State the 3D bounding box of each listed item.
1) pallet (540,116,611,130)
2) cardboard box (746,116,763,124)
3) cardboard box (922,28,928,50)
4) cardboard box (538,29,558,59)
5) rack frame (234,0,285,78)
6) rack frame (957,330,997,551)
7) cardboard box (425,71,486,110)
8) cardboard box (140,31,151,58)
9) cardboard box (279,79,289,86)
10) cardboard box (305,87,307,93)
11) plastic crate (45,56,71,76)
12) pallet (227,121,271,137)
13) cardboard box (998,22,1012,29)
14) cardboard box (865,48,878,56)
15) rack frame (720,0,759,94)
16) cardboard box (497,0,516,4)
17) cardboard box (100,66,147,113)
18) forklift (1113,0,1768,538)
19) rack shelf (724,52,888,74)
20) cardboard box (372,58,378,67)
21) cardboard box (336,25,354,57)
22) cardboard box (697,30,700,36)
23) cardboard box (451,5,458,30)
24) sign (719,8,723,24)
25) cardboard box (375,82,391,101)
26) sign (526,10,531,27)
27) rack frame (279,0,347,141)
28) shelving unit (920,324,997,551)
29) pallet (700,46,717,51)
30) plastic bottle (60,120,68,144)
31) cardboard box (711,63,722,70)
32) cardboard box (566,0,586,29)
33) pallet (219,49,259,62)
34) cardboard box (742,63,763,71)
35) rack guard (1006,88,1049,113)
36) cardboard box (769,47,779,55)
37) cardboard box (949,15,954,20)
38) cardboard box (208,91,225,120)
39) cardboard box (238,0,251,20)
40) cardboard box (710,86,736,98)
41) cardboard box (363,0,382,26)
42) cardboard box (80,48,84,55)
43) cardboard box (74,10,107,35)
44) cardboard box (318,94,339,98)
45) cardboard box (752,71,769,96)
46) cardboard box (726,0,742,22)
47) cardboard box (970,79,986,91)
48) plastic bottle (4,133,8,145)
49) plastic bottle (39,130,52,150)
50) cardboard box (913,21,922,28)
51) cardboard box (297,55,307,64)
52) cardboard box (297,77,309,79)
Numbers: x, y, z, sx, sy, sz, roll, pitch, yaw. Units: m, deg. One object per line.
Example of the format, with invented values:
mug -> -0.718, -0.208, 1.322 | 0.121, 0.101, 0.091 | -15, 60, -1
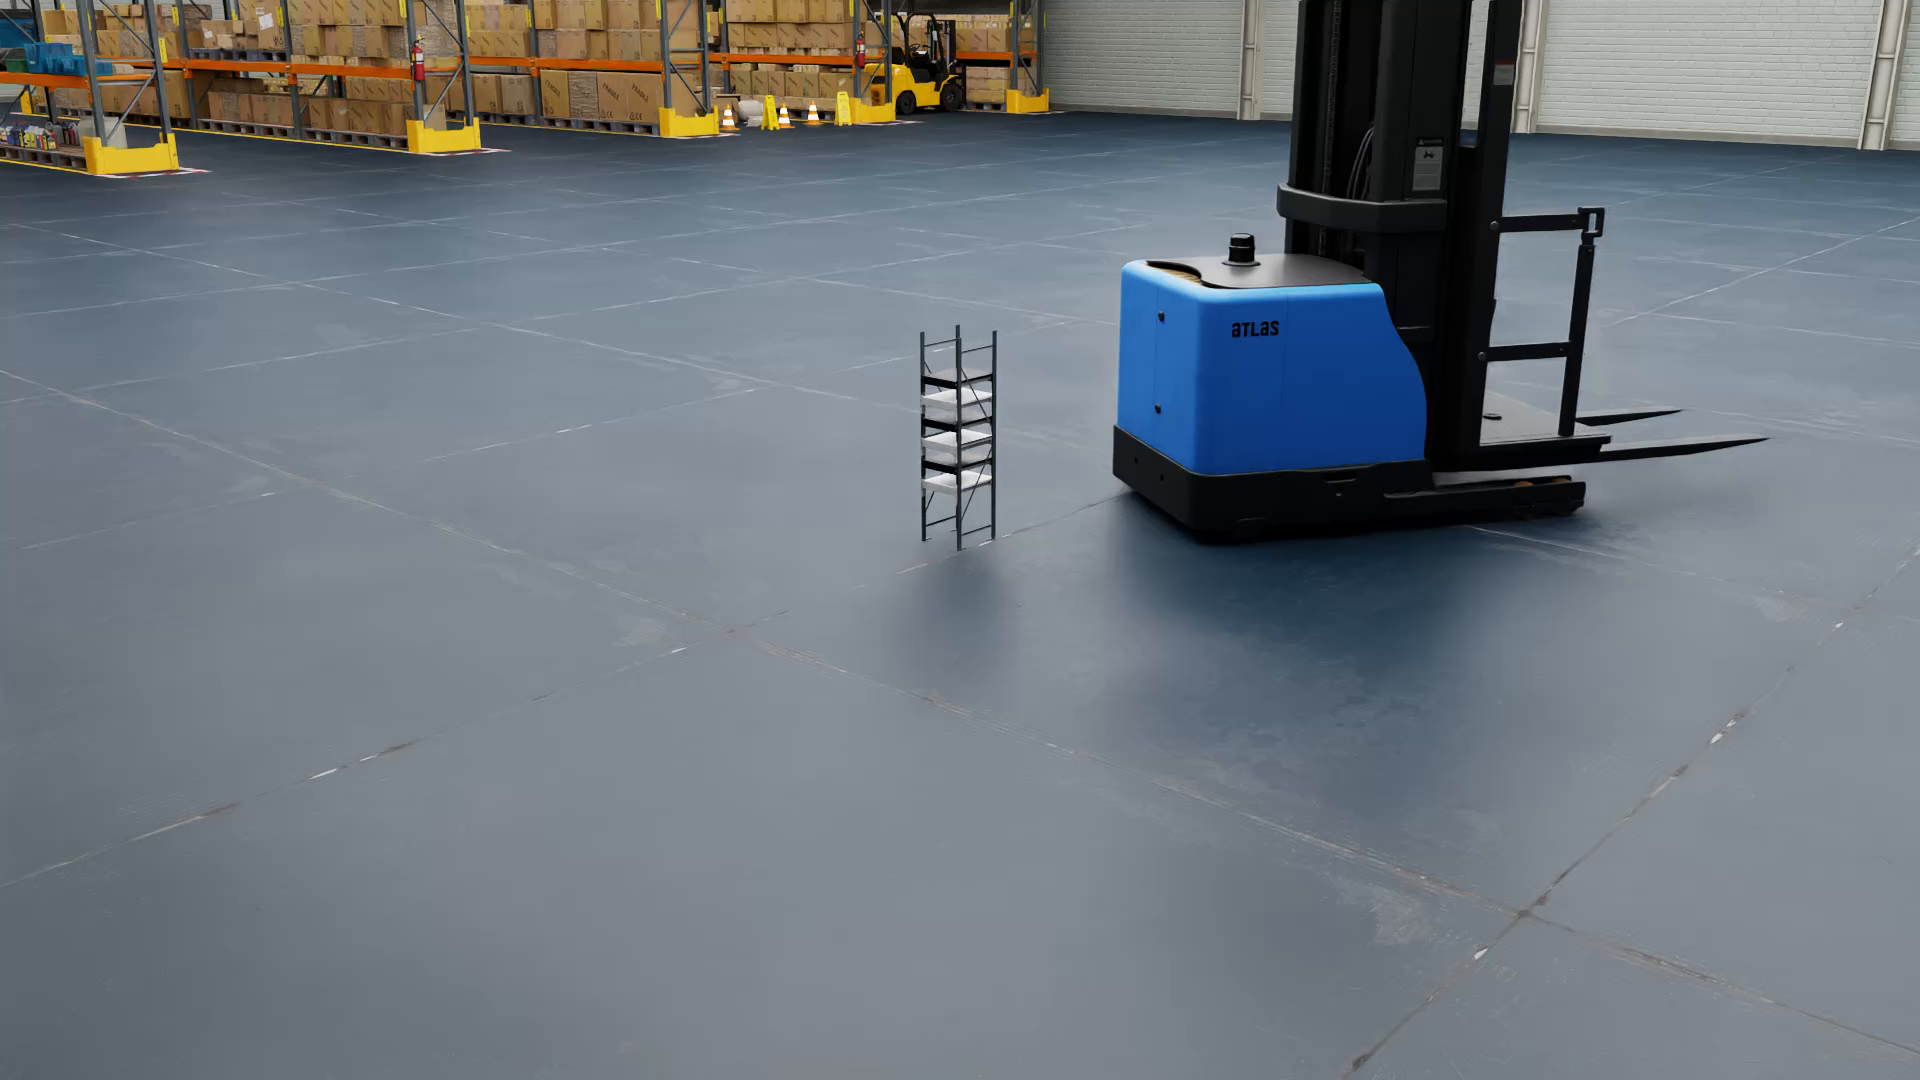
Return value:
pallet -> -7.461, -8.189, 32.567 | 1.213, 0.211, 1.003 | 15, 23, 39
cardboard box -> -4.097, -8.473, 33.564 | 0.380, 0.149, 0.250 | -6, 18, -18
cardboard box -> -0.537, -11.650, 38.697 | 0.500, 0.500, 0.500 | 15, 23, 39
cardboard box -> -7.694, -9.689, 32.435 | 0.550, 0.550, 0.875 | 15, 23, 39
rack frame -> -16.953, -12.098, 40.274 | 0.127, 3.000, 1.000 | 15, 23, 39
rack frame -> 0.070, -0.410, 6.916 | 0.006, 0.900, 0.240 | 15, 23, 39
cardboard box -> -10.574, -9.477, 35.040 | 0.750, 0.750, 1.050 | 15, 23, 39
cardboard box -> -15.631, -9.686, 32.507 | 0.500, 0.500, 0.500 | 14, 22, 38
cardboard box -> -15.790, -10.781, 39.160 | 0.250, 0.149, 0.380 | 15, 23, 40
cardboard box -> -14.953, -10.443, 38.587 | 0.250, 0.149, 0.380 | 15, 23, 40
plastic crate -> -12.697, -6.757, 23.689 | 0.408, 0.251, 0.499 | 15, 23, 39
pallet -> -12.846, -7.659, 30.895 | 1.213, 0.211, 1.003 | 15, 23, 39
cardboard box -> 1.070, -11.513, 37.192 | 0.250, 0.149, 0.380 | 15, 23, 40
cardboard box -> -1.893, -10.021, 34.145 | 0.250, 0.149, 0.380 | 15, 23, 39
rack frame -> -4.768, -10.829, 36.275 | 0.127, 3.000, 1.000 | 15, 23, 39
cardboard box -> -11.193, -13.259, 41.040 | 0.250, 0.149, 0.380 | 14, 23, 38
cardboard box -> -16.838, -9.257, 34.139 | 0.875, 0.875, 1.225 | 15, 23, 39
forklift -> 2.297, -1.638, 7.428 | 3.031, 2.935, 1.130 | -5, 18, -15
rack shelf -> -3.272, -10.085, 35.119 | 4.000, 0.370, 1.077 | 15, 23, 39
cardboard box -> -9.448, -7.877, 27.388 | 0.250, 0.149, 0.380 | 15, 23, 39
cardboard box -> -9.912, -8.376, 27.890 | 0.500, 0.500, 0.875 | 15, 23, 39
cardboard box -> -5.638, -11.359, 36.593 | 0.500, 0.500, 0.500 | 15, 23, 40
cardboard box -> -10.262, -10.823, 34.437 | 0.500, 0.500, 0.700 | 15, 23, 38
sign -> -5.134, -11.255, 35.702 | 0.005, 0.325, 0.100 | 15, 23, 39
cardboard box -> -12.428, -9.781, 36.412 | 0.500, 0.500, 0.500 | 14, 22, 37
sign -> -8.331, -10.078, 32.126 | 0.005, 0.325, 0.100 | 15, 23, 39
rack frame -> -11.346, -8.587, 29.210 | 0.127, 3.000, 1.000 | 15, 23, 39
shelving unit -> -0.006, -0.431, 6.981 | 0.210, 0.900, 0.258 | 15, 23, 39
pallet -> -6.252, -11.153, 37.612 | 1.213, 0.211, 1.003 | 15, 23, 39
plastic bottle -> -13.817, -6.311, 25.690 | 0.185, 0.351, 0.144 | 14, 22, 37
cardboard box -> -6.350, -12.497, 43.896 | 0.250, 0.149, 0.380 | 16, 24, 41
cardboard box -> -6.924, -9.970, 31.534 | 0.550, 0.550, 0.875 | 15, 23, 39
pallet -> -12.830, -8.911, 30.547 | 1.213, 0.211, 1.003 | 15, 23, 39
cardboard box -> -4.452, -10.167, 35.728 | 0.250, 0.149, 0.380 | 15, 23, 40
rack guard -> 1.534, -9.953, 37.648 | 0.348, 0.500, 1.175 | 15, 23, 39
cardboard box -> -3.795, -10.315, 35.069 | 0.250, 0.149, 0.380 | 15, 23, 40
cardboard box -> -0.043, -11.979, 38.170 | 0.250, 0.149, 0.380 | 15, 23, 40
cardboard box -> -13.823, -8.278, 31.643 | 0.500, 0.500, 0.700 | 14, 22, 36
cardboard box -> -16.794, -12.614, 39.590 | 0.500, 0.500, 0.500 | 15, 23, 39
cardboard box -> -5.162, -9.882, 36.939 | 0.625, 0.372, 0.950 | 15, 23, 40
cardboard box -> -9.307, -8.603, 26.952 | 0.500, 0.500, 0.500 | 15, 23, 39
cardboard box -> -17.968, -10.112, 34.432 | 0.250, 0.149, 0.380 | 16, 23, 40
cardboard box -> -17.851, -10.653, 34.236 | 0.500, 0.500, 0.500 | 16, 24, 41
cardboard box -> -14.481, -10.138, 38.117 | 0.250, 0.149, 0.380 | 15, 23, 40
cardboard box -> -4.098, -9.792, 35.618 | 0.500, 0.500, 0.500 | 16, 24, 41
cardboard box -> -4.583, -11.358, 35.631 | 0.500, 0.500, 0.700 | 15, 23, 39
cardboard box -> 0.576, -10.408, 37.972 | 0.500, 0.250, 0.500 | 15, 23, 39
plastic bottle -> -14.534, -6.138, 25.393 | 0.097, 0.201, 0.097 | 0, 18, 0
plastic bottle -> -13.477, -5.901, 24.523 | 0.135, 0.276, 0.152 | 15, 23, 40
cardboard box -> -0.869, -12.022, 38.797 | 0.250, 0.149, 0.380 | 16, 23, 40
cardboard box -> -11.206, -8.303, 28.730 | 0.250, 0.149, 0.380 | 15, 23, 39
cardboard box -> -15.810, -11.021, 39.916 | 0.250, 0.149, 0.380 | 14, 22, 37
